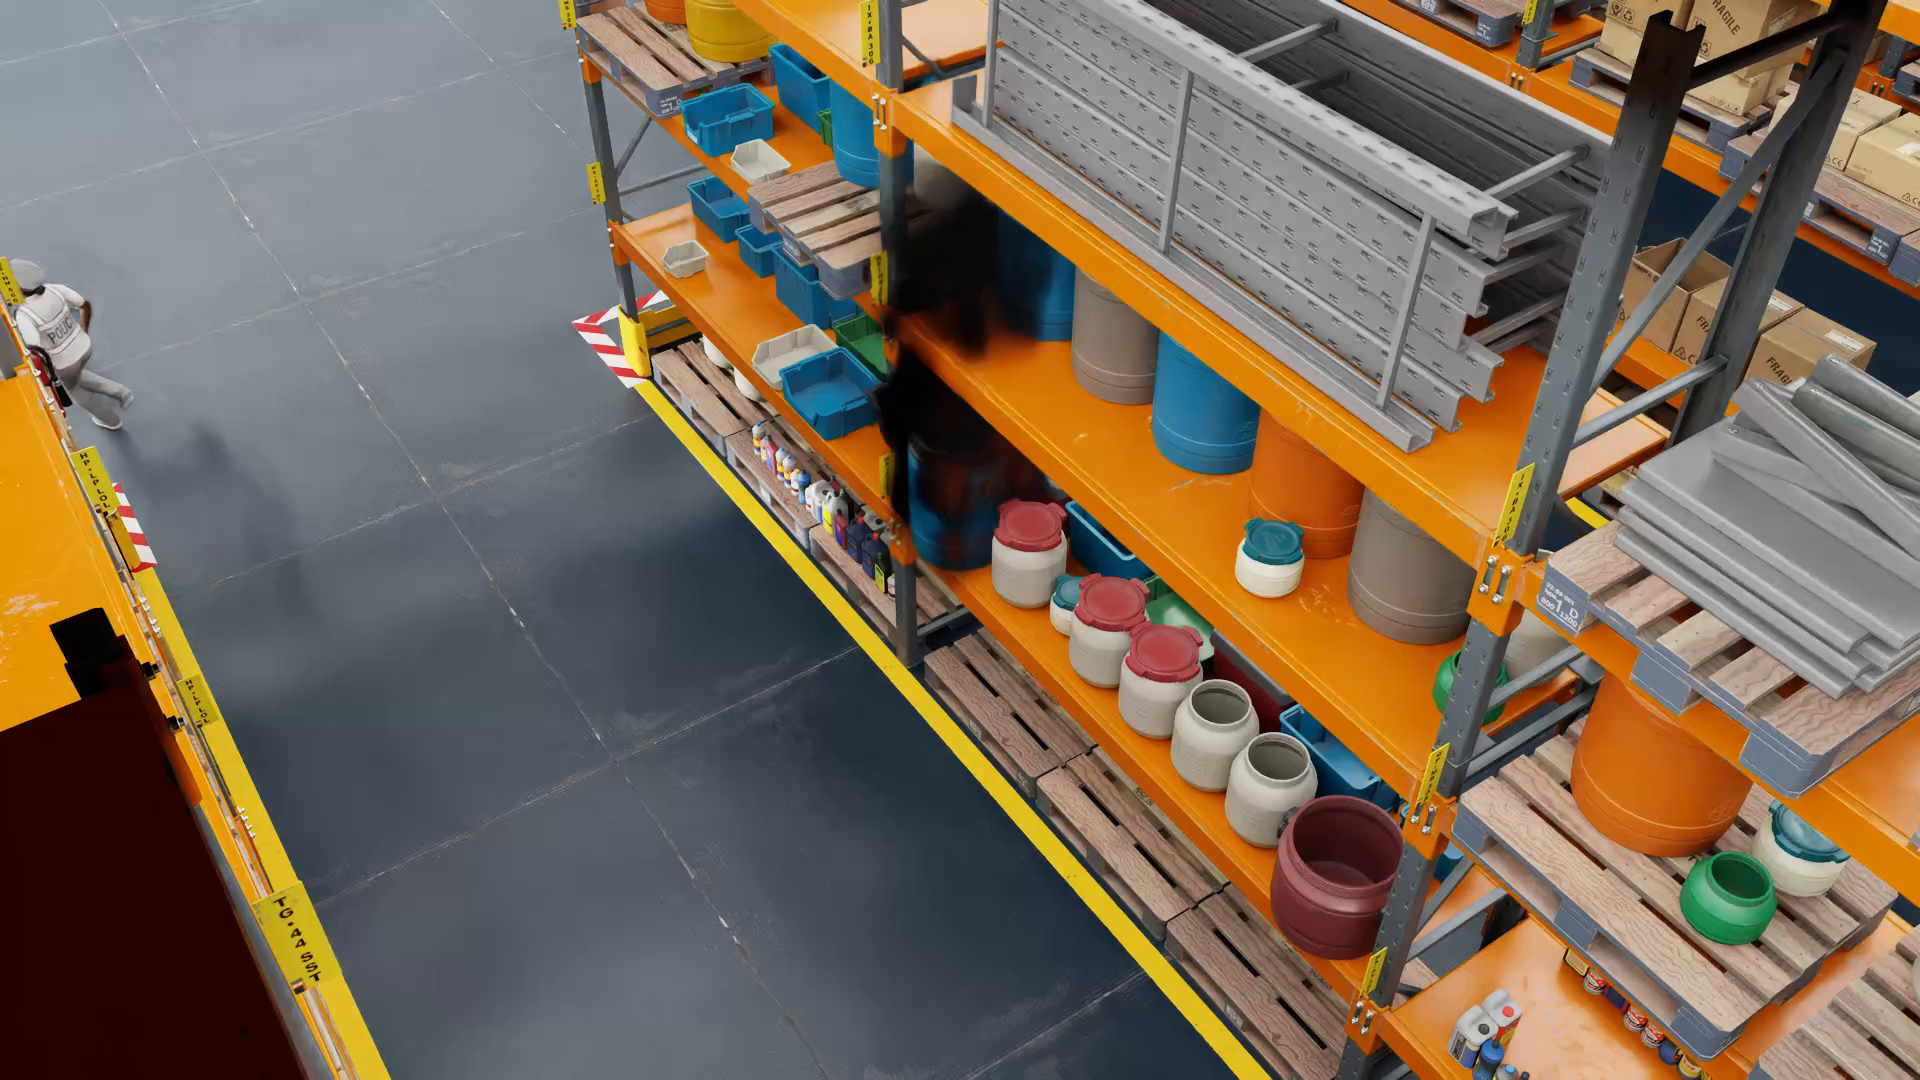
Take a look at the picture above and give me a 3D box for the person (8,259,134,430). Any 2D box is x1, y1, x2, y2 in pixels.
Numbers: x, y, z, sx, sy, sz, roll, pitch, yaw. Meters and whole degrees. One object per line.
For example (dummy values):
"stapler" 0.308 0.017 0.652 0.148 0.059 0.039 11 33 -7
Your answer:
"person" -6.517 -1.359 12.042 0.518 1.620 0.599 10 44 10
